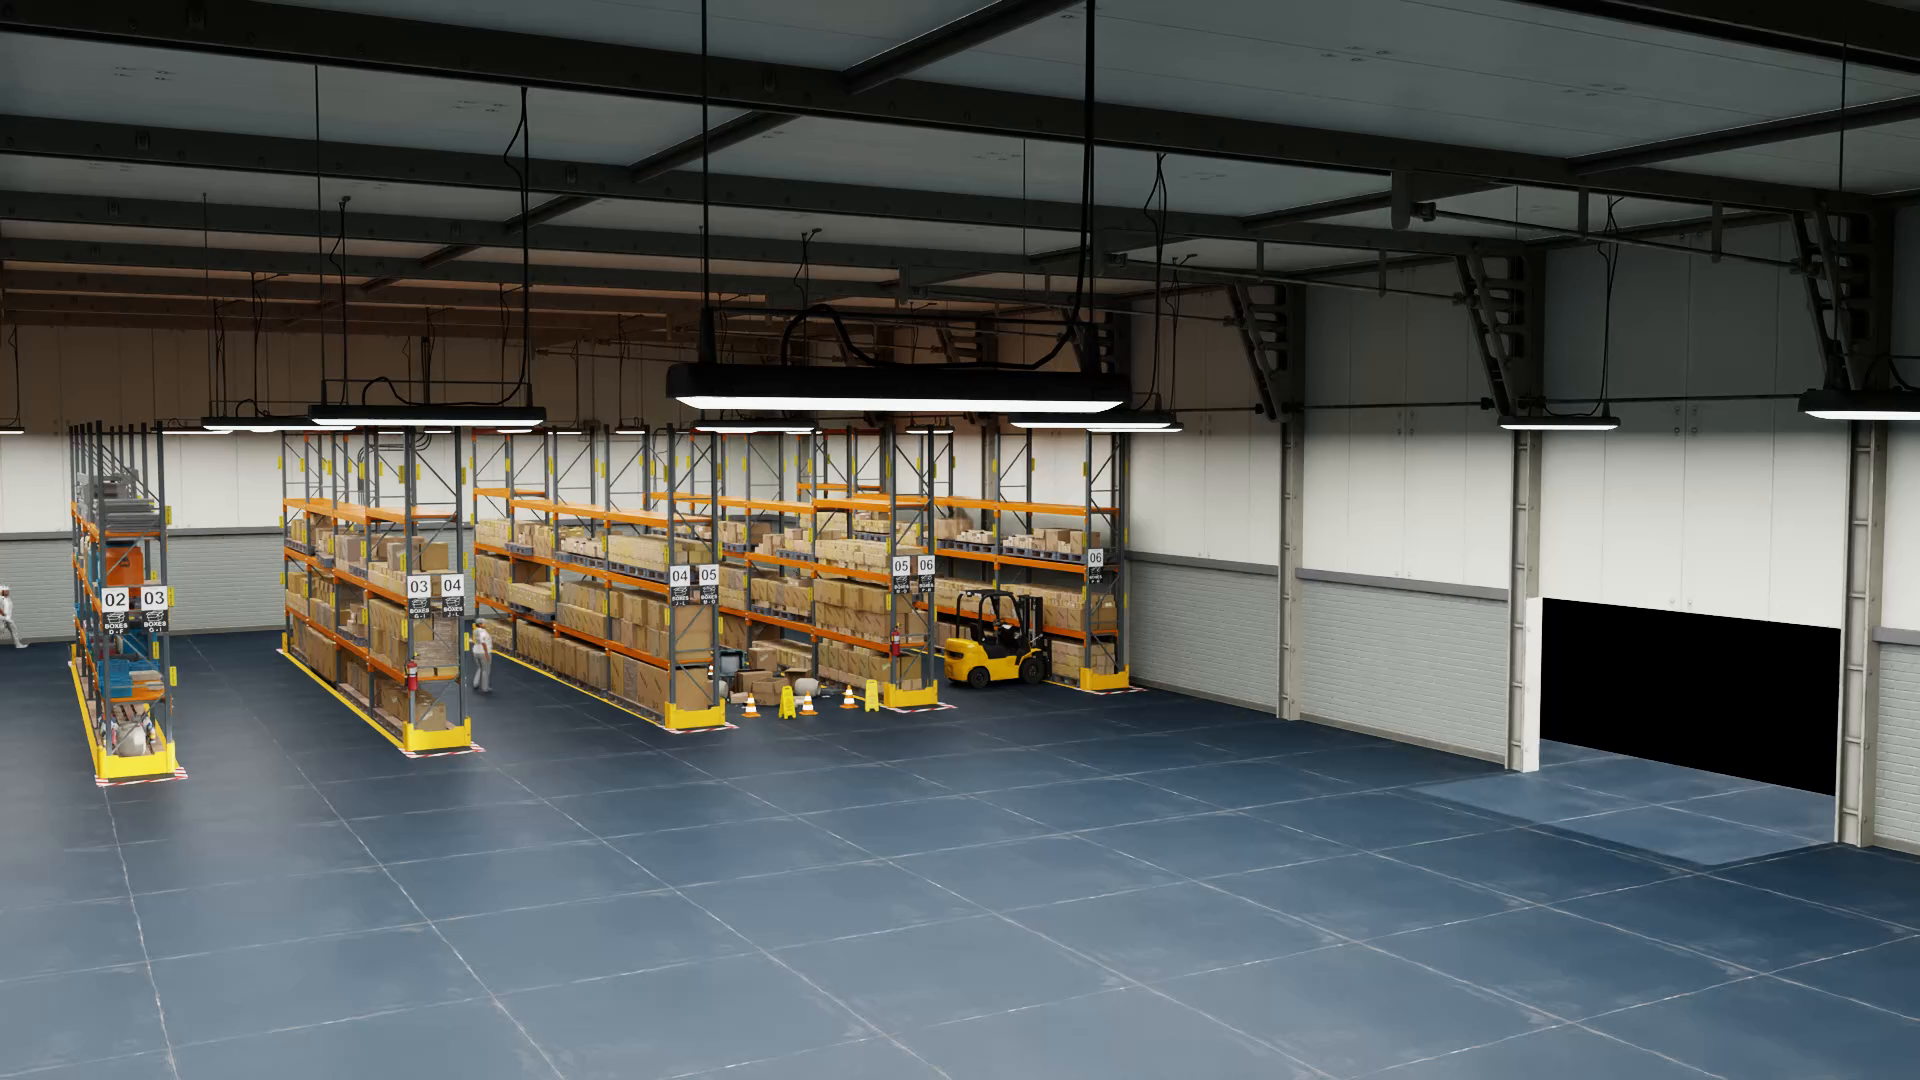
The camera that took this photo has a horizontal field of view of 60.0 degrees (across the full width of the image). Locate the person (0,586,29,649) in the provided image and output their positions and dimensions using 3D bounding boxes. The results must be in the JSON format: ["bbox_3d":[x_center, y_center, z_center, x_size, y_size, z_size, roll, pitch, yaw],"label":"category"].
[{"bbox_3d":[-25.689,2.096,44.747,1.038,1.747,0.611,-1,4,-14],"label":"person"}]

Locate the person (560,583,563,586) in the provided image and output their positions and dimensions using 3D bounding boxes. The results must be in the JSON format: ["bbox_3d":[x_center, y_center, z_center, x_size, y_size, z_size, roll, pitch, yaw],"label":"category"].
[{"bbox_3d":[-10.922,2.040,46.209,0.534,1.681,0.493,-2,4,-33],"label":"person"}]

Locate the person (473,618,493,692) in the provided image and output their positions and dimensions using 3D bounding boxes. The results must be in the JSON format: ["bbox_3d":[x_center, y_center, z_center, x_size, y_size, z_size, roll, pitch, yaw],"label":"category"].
[{"bbox_3d":[-10.729,2.575,37.443,0.521,1.668,0.416,3,5,39],"label":"person"}]

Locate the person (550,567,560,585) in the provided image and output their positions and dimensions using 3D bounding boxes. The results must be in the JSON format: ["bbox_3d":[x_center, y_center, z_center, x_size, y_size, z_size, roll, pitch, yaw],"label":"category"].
[{"bbox_3d":[-12.738,1.674,52.114,0.579,1.682,0.467,-2,4,-23],"label":"person"}]
